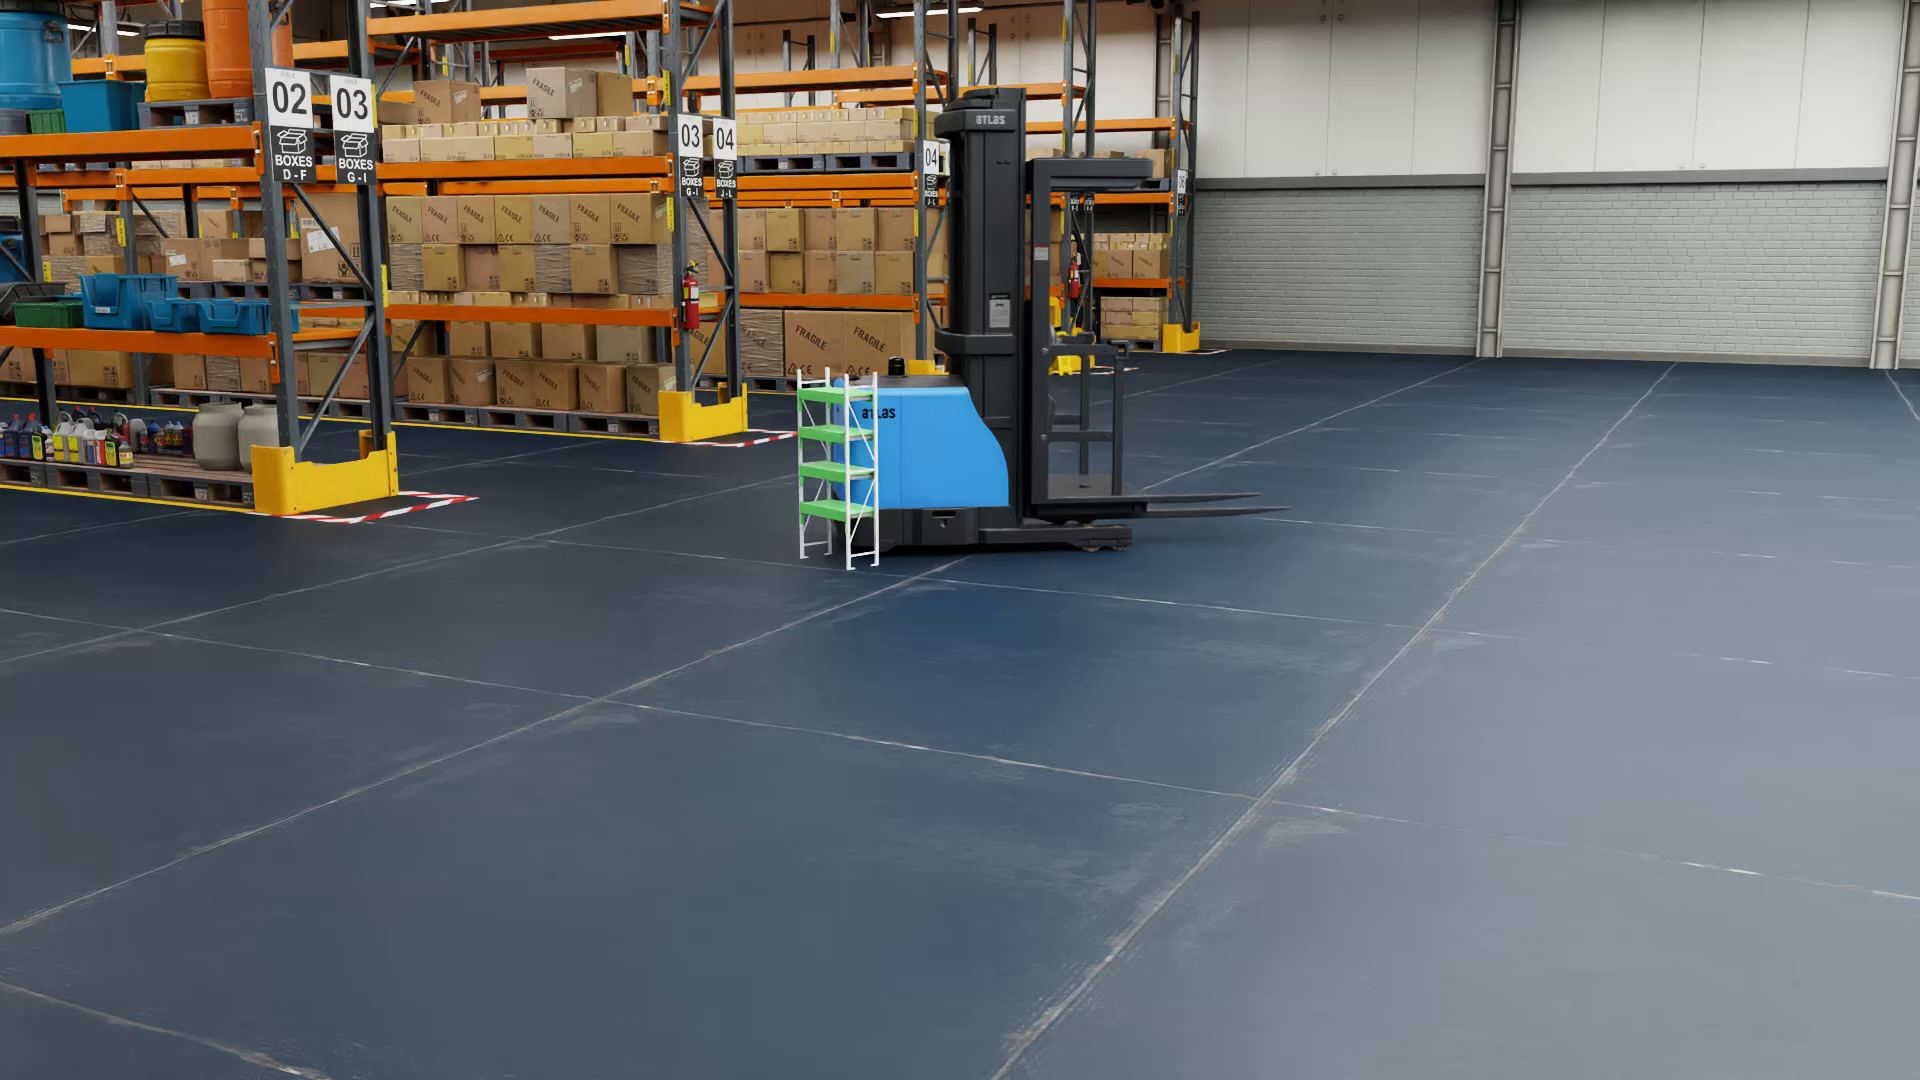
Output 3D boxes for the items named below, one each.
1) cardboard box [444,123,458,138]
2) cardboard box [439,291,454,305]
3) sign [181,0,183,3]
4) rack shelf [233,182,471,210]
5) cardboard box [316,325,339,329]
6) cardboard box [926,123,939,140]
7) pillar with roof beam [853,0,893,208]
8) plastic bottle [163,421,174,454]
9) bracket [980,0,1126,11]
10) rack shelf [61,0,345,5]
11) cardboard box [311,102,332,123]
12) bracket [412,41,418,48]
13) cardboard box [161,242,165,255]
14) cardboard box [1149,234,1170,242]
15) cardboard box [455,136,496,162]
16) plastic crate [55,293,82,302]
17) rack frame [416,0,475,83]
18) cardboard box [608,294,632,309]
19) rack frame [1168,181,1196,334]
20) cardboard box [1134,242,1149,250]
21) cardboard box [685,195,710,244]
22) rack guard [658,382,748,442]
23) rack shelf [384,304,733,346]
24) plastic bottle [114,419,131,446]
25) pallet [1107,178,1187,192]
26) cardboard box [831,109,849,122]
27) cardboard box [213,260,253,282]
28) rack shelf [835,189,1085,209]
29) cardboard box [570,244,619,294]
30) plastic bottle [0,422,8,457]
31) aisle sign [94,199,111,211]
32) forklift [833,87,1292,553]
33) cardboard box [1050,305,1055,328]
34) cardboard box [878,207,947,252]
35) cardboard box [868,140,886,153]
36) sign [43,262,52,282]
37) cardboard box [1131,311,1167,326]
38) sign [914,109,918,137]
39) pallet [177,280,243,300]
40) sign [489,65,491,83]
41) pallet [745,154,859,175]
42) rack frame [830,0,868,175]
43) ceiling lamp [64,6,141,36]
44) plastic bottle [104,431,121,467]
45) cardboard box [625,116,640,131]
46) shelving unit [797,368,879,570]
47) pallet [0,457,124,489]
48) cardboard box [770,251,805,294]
[{"bbox_3d":[-5.264,-4.345,17.692,0.250,0.149,0.380,5,12,28],"label":"cardboard box"},{"bbox_3d":[-5.418,-2.625,18.015,0.250,0.149,0.380,5,11,26],"label":"cardboard box"},{"bbox_3d":[-9.517,-6.722,20.257,0.005,0.325,0.100,5,11,26],"label":"sign"},{"bbox_3d":[-9.257,-5.247,25.399,4.000,0.370,1.077,5,11,26],"label":"rack shelf"},{"bbox_3d":[-9.554,-3.078,25.657,0.500,0.500,0.500,5,12,27],"label":"cardboard box"},{"bbox_3d":[-0.608,-5.221,21.358,0.500,0.250,0.500,5,11,26],"label":"cardboard box"},{"bbox_3d":[-3.507,-7.865,29.419,0.548,9.000,9.100,5,11,26],"label":"pillar with roof beam"},{"bbox_3d":[-6.651,-0.864,14.005,0.097,0.271,0.097,0,10,0],"label":"plastic bottle"},{"bbox_3d":[0.938,-10.030,31.275,4.783,0.066,0.076,5,11,26],"label":"bracket"},{"bbox_3d":[-6.559,-4.321,12.980,4.000,0.370,1.077,5,11,26],"label":"rack shelf"},{"bbox_3d":[-7.384,-4.729,19.044,0.637,0.503,0.797,6,12,28],"label":"cardboard box"},{"bbox_3d":[-12.149,-11.180,37.629,0.430,0.232,0.235,5,11,26],"label":"bracket"},{"bbox_3d":[-12.520,-4.552,26.843,0.500,0.500,0.500,5,11,26],"label":"cardboard box"},{"bbox_3d":[3.589,-5.438,29.919,0.250,0.149,0.380,5,11,26],"label":"cardboard box"},{"bbox_3d":[-4.953,-4.113,17.529,0.500,0.250,0.500,5,11,24],"label":"cardboard box"},{"bbox_3d":[-7.240,-1.960,14.057,0.616,0.251,0.499,5,11,26],"label":"plastic crate"},{"bbox_3d":[-7.463,-6.920,24.197,0.127,3.000,1.000,5,11,26],"label":"rack frame"},{"bbox_3d":[-3.392,-2.450,17.052,0.250,0.149,0.380,5,11,26],"label":"cardboard box"},{"bbox_3d":[4.004,-4.929,30.042,0.127,3.000,1.000,5,11,26],"label":"rack frame"},{"bbox_3d":[3.327,-5.295,29.964,0.250,0.149,0.380,5,12,27],"label":"cardboard box"},{"bbox_3d":[-2.947,-3.328,17.270,0.500,0.500,0.500,5,11,26],"label":"cardboard box"},{"bbox_3d":[-2.642,-1.329,17.171,0.348,0.500,1.175,5,11,26],"label":"rack guard"},{"bbox_3d":[-4.368,-2.357,17.850,4.000,0.370,1.077,5,11,26],"label":"rack shelf"},{"bbox_3d":[-7.089,-0.881,14.070,0.133,0.283,0.061,5,11,26],"label":"plastic bottle"},{"bbox_3d":[3.381,-6.421,30.113,1.213,0.211,1.003,5,11,26],"label":"pallet"},{"bbox_3d":[-1.427,-5.371,21.066,0.250,0.149,0.380,5,12,27],"label":"cardboard box"},{"bbox_3d":[-8.347,-3.148,19.441,0.500,0.250,0.500,5,11,24],"label":"cardboard box"},{"bbox_3d":[0.017,-5.416,26.328,4.000,0.370,1.077,5,11,26],"label":"rack shelf"},{"bbox_3d":[-3.557,-2.817,17.255,0.500,0.500,0.875,5,11,26],"label":"cardboard box"},{"bbox_3d":[-7.959,-0.837,13.847,0.135,0.276,0.152,5,12,28],"label":"plastic bottle"},{"bbox_3d":[-14.570,-5.931,28.279,0.004,0.787,0.394,5,11,26],"label":"aisle sign"},{"bbox_3d":[0.687,-1.458,11.056,3.031,2.935,1.130,-1,10,-8],"label":"forklift"},{"bbox_3d":[1.188,-3.468,26.406,0.500,0.500,0.500,5,11,24],"label":"cardboard box"},{"bbox_3d":[-0.604,-3.978,21.334,0.550,0.550,0.875,5,11,26],"label":"cardboard box"},{"bbox_3d":[-0.963,-4.938,20.913,0.250,0.149,0.380,5,11,26],"label":"cardboard box"},{"bbox_3d":[-8.099,-2.301,14.742,0.005,0.325,0.100,5,11,26],"label":"sign"},{"bbox_3d":[3.429,-4.017,30.141,0.500,0.250,0.500,5,11,25],"label":"cardboard box"},{"bbox_3d":[-0.541,-5.125,20.436,0.005,0.325,0.100,5,11,26],"label":"sign"},{"bbox_3d":[-9.062,-3.050,20.199,1.003,0.211,1.213,5,11,26],"label":"pallet"},{"bbox_3d":[-8.721,-8.620,30.744,0.005,0.325,0.100,5,11,26],"label":"sign"},{"bbox_3d":[-2.057,-4.922,21.832,1.213,0.211,1.003,5,11,26],"label":"pallet"},{"bbox_3d":[-1.776,-7.403,26.867,0.127,3.000,1.000,5,11,26],"label":"rack frame"},{"bbox_3d":[-16.018,-11.045,30.601,0.800,3.185,2.000,5,11,26],"label":"ceiling lamp"},{"bbox_3d":[-6.719,-0.723,13.194,0.133,0.283,0.061,5,12,27],"label":"plastic bottle"},{"bbox_3d":[-3.143,-4.163,16.688,0.250,0.149,0.380,5,11,24],"label":"cardboard box"},{"bbox_3d":[-0.762,-0.454,10.369,0.258,1.200,0.503,-9,13,-40],"label":"shelving unit"},{"bbox_3d":[-7.769,-0.646,14.205,1.213,0.211,1.003,5,11,26],"label":"pallet"},{"bbox_3d":[-2.085,-3.572,22.125,0.500,0.550,0.875,5,11,26],"label":"cardboard box"}]
